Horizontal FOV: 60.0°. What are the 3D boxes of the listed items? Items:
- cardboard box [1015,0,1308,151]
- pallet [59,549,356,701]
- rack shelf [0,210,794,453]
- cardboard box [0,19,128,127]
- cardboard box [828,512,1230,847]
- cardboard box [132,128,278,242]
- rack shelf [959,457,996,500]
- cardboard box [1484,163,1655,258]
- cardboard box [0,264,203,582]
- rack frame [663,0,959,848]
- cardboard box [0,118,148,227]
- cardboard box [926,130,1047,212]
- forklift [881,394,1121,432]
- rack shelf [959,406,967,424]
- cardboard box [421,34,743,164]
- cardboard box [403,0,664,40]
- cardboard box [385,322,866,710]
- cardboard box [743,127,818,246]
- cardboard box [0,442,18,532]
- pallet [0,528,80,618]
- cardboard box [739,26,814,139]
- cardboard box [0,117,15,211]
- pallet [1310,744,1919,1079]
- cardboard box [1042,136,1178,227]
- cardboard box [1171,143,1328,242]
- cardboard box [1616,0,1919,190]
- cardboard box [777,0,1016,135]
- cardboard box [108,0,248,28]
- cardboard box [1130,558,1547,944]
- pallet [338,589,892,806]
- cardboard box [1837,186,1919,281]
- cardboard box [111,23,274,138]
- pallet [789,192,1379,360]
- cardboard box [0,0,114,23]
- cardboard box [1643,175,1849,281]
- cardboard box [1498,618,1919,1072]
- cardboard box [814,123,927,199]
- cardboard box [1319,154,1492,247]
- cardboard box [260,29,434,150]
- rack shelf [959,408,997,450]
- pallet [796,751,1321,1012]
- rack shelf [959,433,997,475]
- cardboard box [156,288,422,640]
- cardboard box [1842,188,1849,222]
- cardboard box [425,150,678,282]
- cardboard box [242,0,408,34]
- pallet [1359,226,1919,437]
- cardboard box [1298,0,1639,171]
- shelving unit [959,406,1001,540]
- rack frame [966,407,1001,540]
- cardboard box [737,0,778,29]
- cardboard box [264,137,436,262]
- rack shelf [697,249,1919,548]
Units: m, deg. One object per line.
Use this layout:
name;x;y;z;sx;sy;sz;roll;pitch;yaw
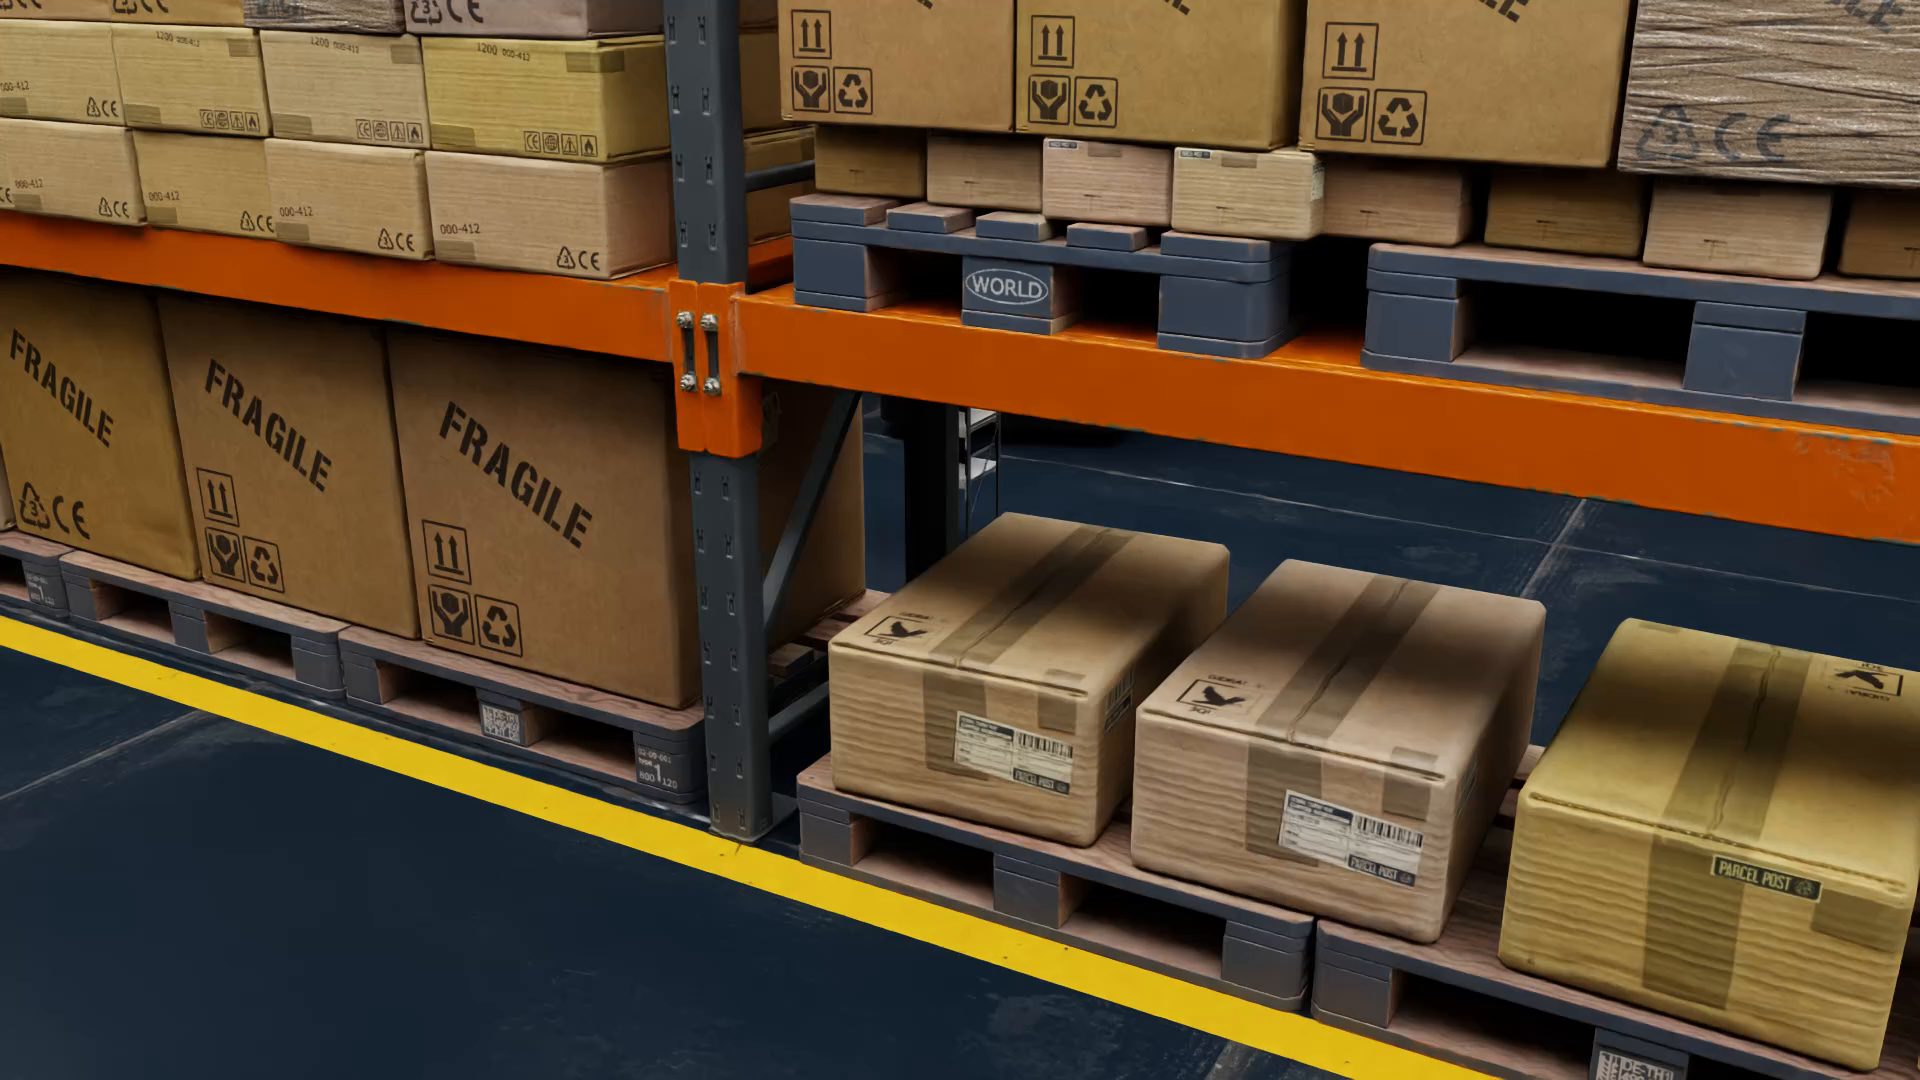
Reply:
cardboard box;0.442;-1.007;3.043;0.500;0.500;0.500;12;23;30
pallet;-2.009;0.103;5.270;1.213;0.211;1.003;11;23;27
rack shelf;-2.042;-0.845;4.851;4.000;0.370;1.077;11;23;27
cardboard box;-2.203;-1.270;4.453;0.500;0.250;0.500;10;22;26
cardboard box;0.192;0.284;3.921;0.625;0.372;0.950;9;22;24
cardboard box;-1.750;-0.956;4.321;0.500;0.250;0.500;11;22;27
rack shelf;-0.007;-0.224;5.788;0.200;0.077;0.258;11;23;27
cardboard box;1.088;-0.600;2.874;0.250;0.149;0.380;12;23;29
cardboard box;-2.416;-0.487;5.310;0.875;0.875;0.875;12;23;29
rack frame;-0.296;-0.851;3.811;0.127;3.000;1.000;11;23;27
cardboard box;-2.209;-1.032;4.532;0.500;0.250;0.500;10;22;26
cardboard box;0.127;-0.764;3.324;0.250;0.149;0.380;9;22;24
forklift;0.386;-2.287;7.871;1.130;2.935;3.031;3;20;8
rack shelf;-0.007;-0.478;5.696;0.200;0.077;0.258;11;23;27
cardboard box;-0.843;-1.020;3.765;0.500;0.250;0.500;11;23;27
cardboard box;-0.875;-1.376;3.646;0.500;0.500;0.500;10;22;26
cardboard box;-0.859;-0.189;4.487;0.875;0.875;0.875;11;22;27
cardboard box;-0.601;-0.936;4.268;0.500;0.250;0.500;10;22;26
cardboard box;-3.208;-0.635;5.717;0.875;0.875;0.875;12;23;29
pallet;-3.078;-0.099;5.829;1.213;0.211;1.003;11;23;27
cardboard box;-0.618;-1.173;4.187;0.500;0.250;0.500;11;22;27
cardboard box;-2.641;-1.118;4.768;0.500;0.250;0.500;11;22;27
pallet;1.446;0.794;3.367;1.213;0.211;1.003;11;23;27
cardboard box;0.343;-0.704;3.161;0.250;0.149;0.380;9;22;24
cardboard box;0.574;-0.652;3.017;0.250;0.149;0.380;11;23;28
cardboard box;1.342;-0.835;2.569;0.500;0.500;0.500;10;22;25
cardboard box;-0.016;-1.091;3.276;0.500;0.500;0.500;10;22;26
cardboard box;-1.758;-1.543;4.108;0.500;0.500;0.500;11;23;27
cardboard box;0.840;0.404;3.589;0.625;0.372;0.950;10;22;26
pallet;-0.948;0.307;4.710;1.213;0.211;1.003;11;23;27
cardboard box;1.548;-0.517;2.643;0.250;0.149;0.380;10;22;25
cardboard box;-1.750;-1.183;4.215;0.500;0.250;0.500;10;22;26
pallet;0.378;-0.674;3.605;1.003;0.211;1.213;11;23;27
cardboard box;-2.196;-1.630;4.346;0.500;0.500;0.500;10;22;26
cardboard box;1.284;-0.537;2.700;0.250;0.149;0.380;12;23;29
cardboard box;1.499;0.532;3.237;0.625;0.372;0.950;12;23;29
cardboard box;-0.103;-0.821;3.481;0.250;0.149;0.380;9;22;24
cardboard box;0.822;-0.636;2.971;0.250;0.149;0.380;12;23;30
cardboard box;-1.293;-1.104;3.997;0.500;0.250;0.500;10;22;26
rack shelf;-0.007;-0.393;5.727;0.200;0.077;0.258;11;23;27
pallet;0.385;0.591;3.927;1.213;0.211;1.003;11;23;27
rack shelf;-0.007;-0.308;5.757;0.200;0.077;0.258;11;23;27
cardboard box;-1.636;-0.338;4.899;0.875;0.875;0.875;11;23;28
cardboard box;1.743;-0.676;3.082;0.250;0.149;0.380;12;23;29
cardboard box;-0.865;-0.787;3.856;0.500;0.250;0.500;10;22;25
cardboard box;-1.327;-1.459;3.875;0.500;0.500;0.500;11;23;28
pallet;1.452;-0.443;2.970;1.213;0.211;1.003;11;23;27
cardboard box;0.909;-0.920;2.805;0.500;0.500;0.500;11;23;28
shelving unit;-0.007;-0.424;5.715;0.210;0.900;0.258;11;23;27
rack frame;0.082;-0.407;5.669;0.006;0.900;0.240;11;23;27
cardboard box;-0.608;-1.523;4.051;0.500;0.500;0.500;10;22;26
cardboard box;-1.318;-0.867;4.077;0.500;0.250;0.500;11;23;28
rack shelf;1.450;-0.180;3.017;4.000;0.370;1.077;11;23;27
